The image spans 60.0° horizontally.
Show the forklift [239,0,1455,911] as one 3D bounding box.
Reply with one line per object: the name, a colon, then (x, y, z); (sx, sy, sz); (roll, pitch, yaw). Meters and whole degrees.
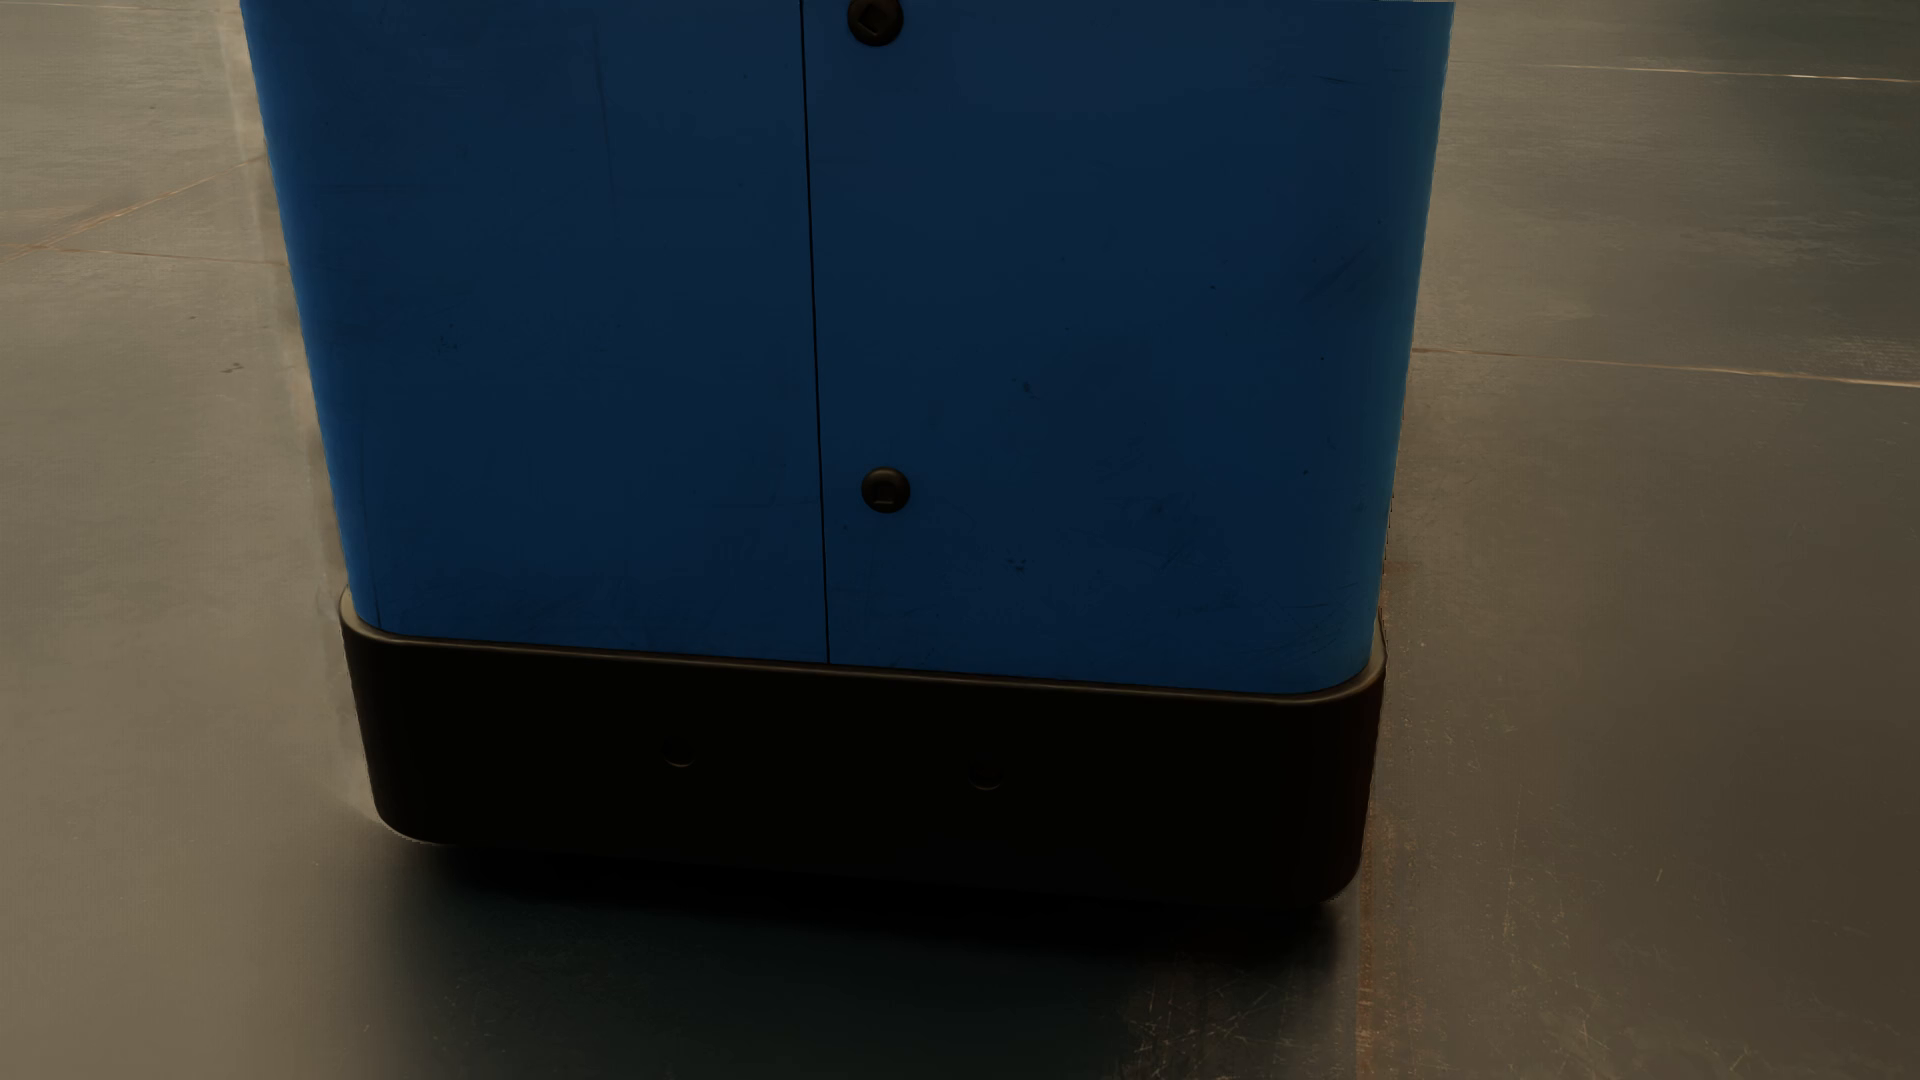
forklift: (0.070, -1.583, 2.383); (1.130, 2.935, 3.031); (3, 27, 7)
